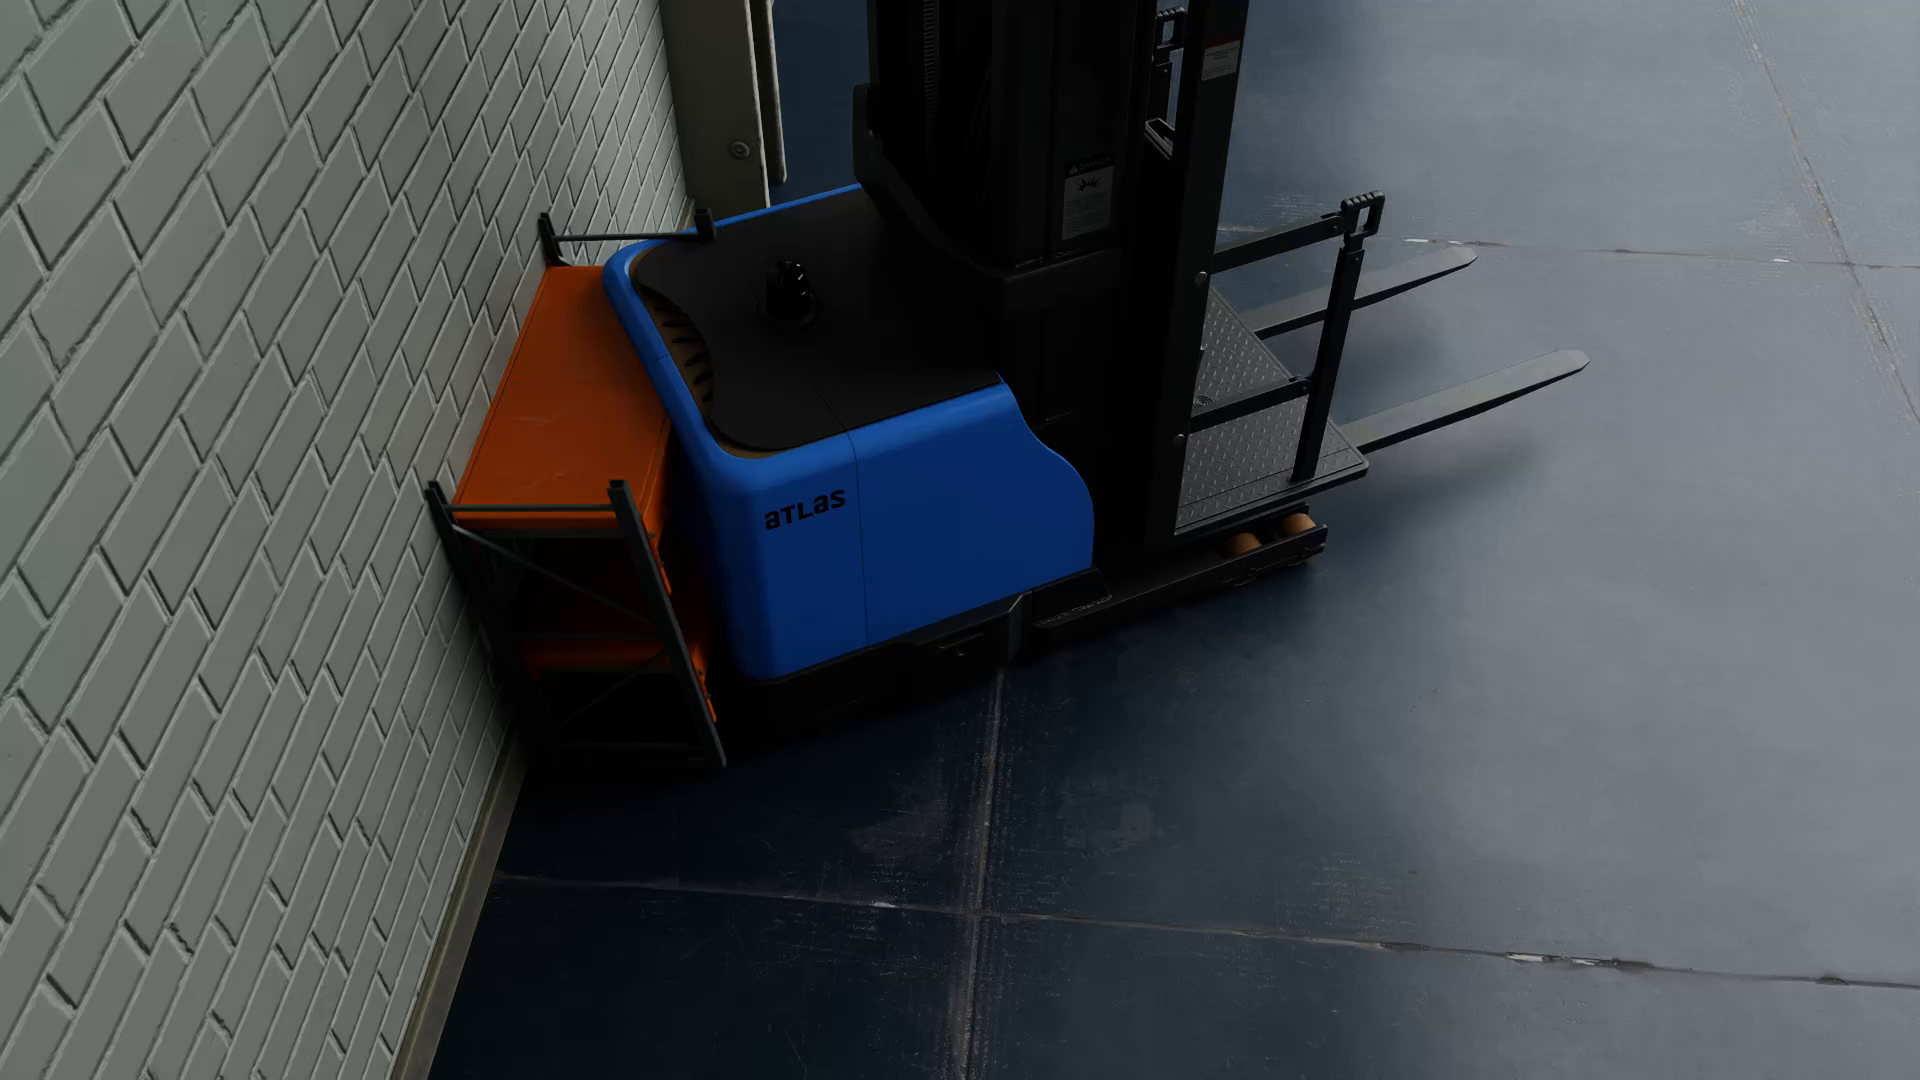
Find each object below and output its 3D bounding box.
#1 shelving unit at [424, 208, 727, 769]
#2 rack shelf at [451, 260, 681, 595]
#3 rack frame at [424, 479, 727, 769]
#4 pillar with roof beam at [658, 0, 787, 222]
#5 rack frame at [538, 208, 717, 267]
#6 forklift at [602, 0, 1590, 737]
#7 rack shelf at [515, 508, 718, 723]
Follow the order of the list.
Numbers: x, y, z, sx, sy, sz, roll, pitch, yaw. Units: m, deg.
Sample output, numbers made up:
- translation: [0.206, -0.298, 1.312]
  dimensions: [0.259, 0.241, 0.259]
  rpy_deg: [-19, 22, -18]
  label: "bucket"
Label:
- translation: [-0.911, -0.130, 4.585]
  dimensions: [0.538, 1.125, 1.048]
  rpy_deg: [0, 48, 8]
  label: "shelving unit"
- translation: [-0.940, -0.326, 4.369]
  dimensions: [0.538, 0.278, 1.000]
  rpy_deg: [0, 48, 8]
  label: "rack shelf"
- translation: [-0.956, 0.248, 4.249]
  dimensions: [0.500, 1.125, 0.032]
  rpy_deg: [0, 48, 8]
  label: "rack frame"
- translation: [3.431, -4.056, 2.861]
  dimensions: [9.100, 9.000, 0.400]
  rpy_deg: [4, 48, 4]
  label: "pillar with roof beam"
- translation: [-0.866, -0.509, 4.922]
  dimensions: [0.500, 1.125, 0.032]
  rpy_deg: [0, 48, 8]
  label: "rack frame"
- translation: [0.571, -1.185, 4.347]
  dimensions: [3.031, 2.935, 1.130]
  rpy_deg: [-19, 50, -17]
  label: "forklift"
- translation: [-0.887, 0.033, 4.766]
  dimensions: [0.538, 0.278, 1.000]
  rpy_deg: [0, 48, 8]
  label: "rack shelf"
